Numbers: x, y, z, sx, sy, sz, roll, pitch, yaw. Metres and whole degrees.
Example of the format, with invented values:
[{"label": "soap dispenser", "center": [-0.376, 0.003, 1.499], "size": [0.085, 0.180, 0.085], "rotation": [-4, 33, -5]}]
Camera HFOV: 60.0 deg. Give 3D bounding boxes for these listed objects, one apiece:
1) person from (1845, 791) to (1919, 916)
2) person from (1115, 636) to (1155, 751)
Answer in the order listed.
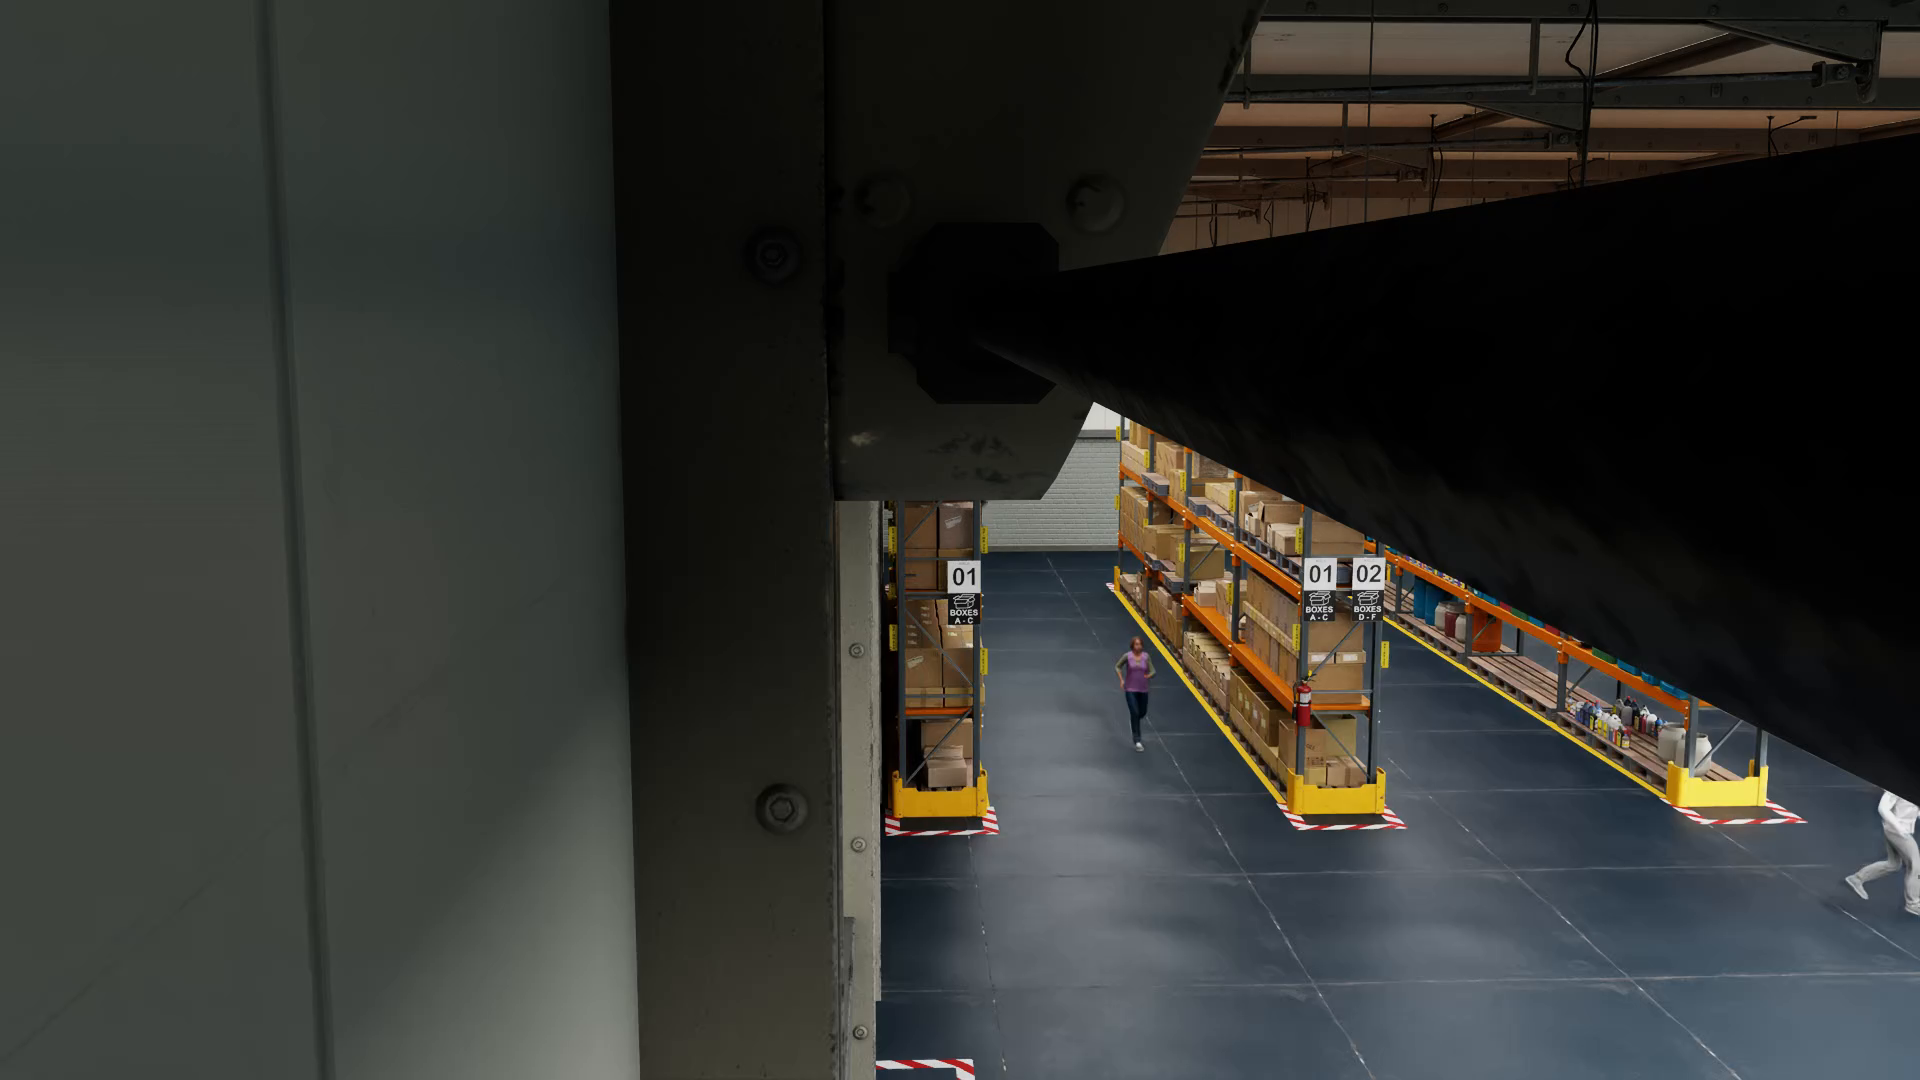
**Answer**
[{"label": "person", "center": [9.639, 3.021, 17.221], "size": [0.757, 1.682, 0.623], "rotation": [4, 9, 27]}, {"label": "person", "center": [2.499, 2.141, 23.643], "size": [0.543, 1.575, 0.878], "rotation": [-1, 8, -10]}]
